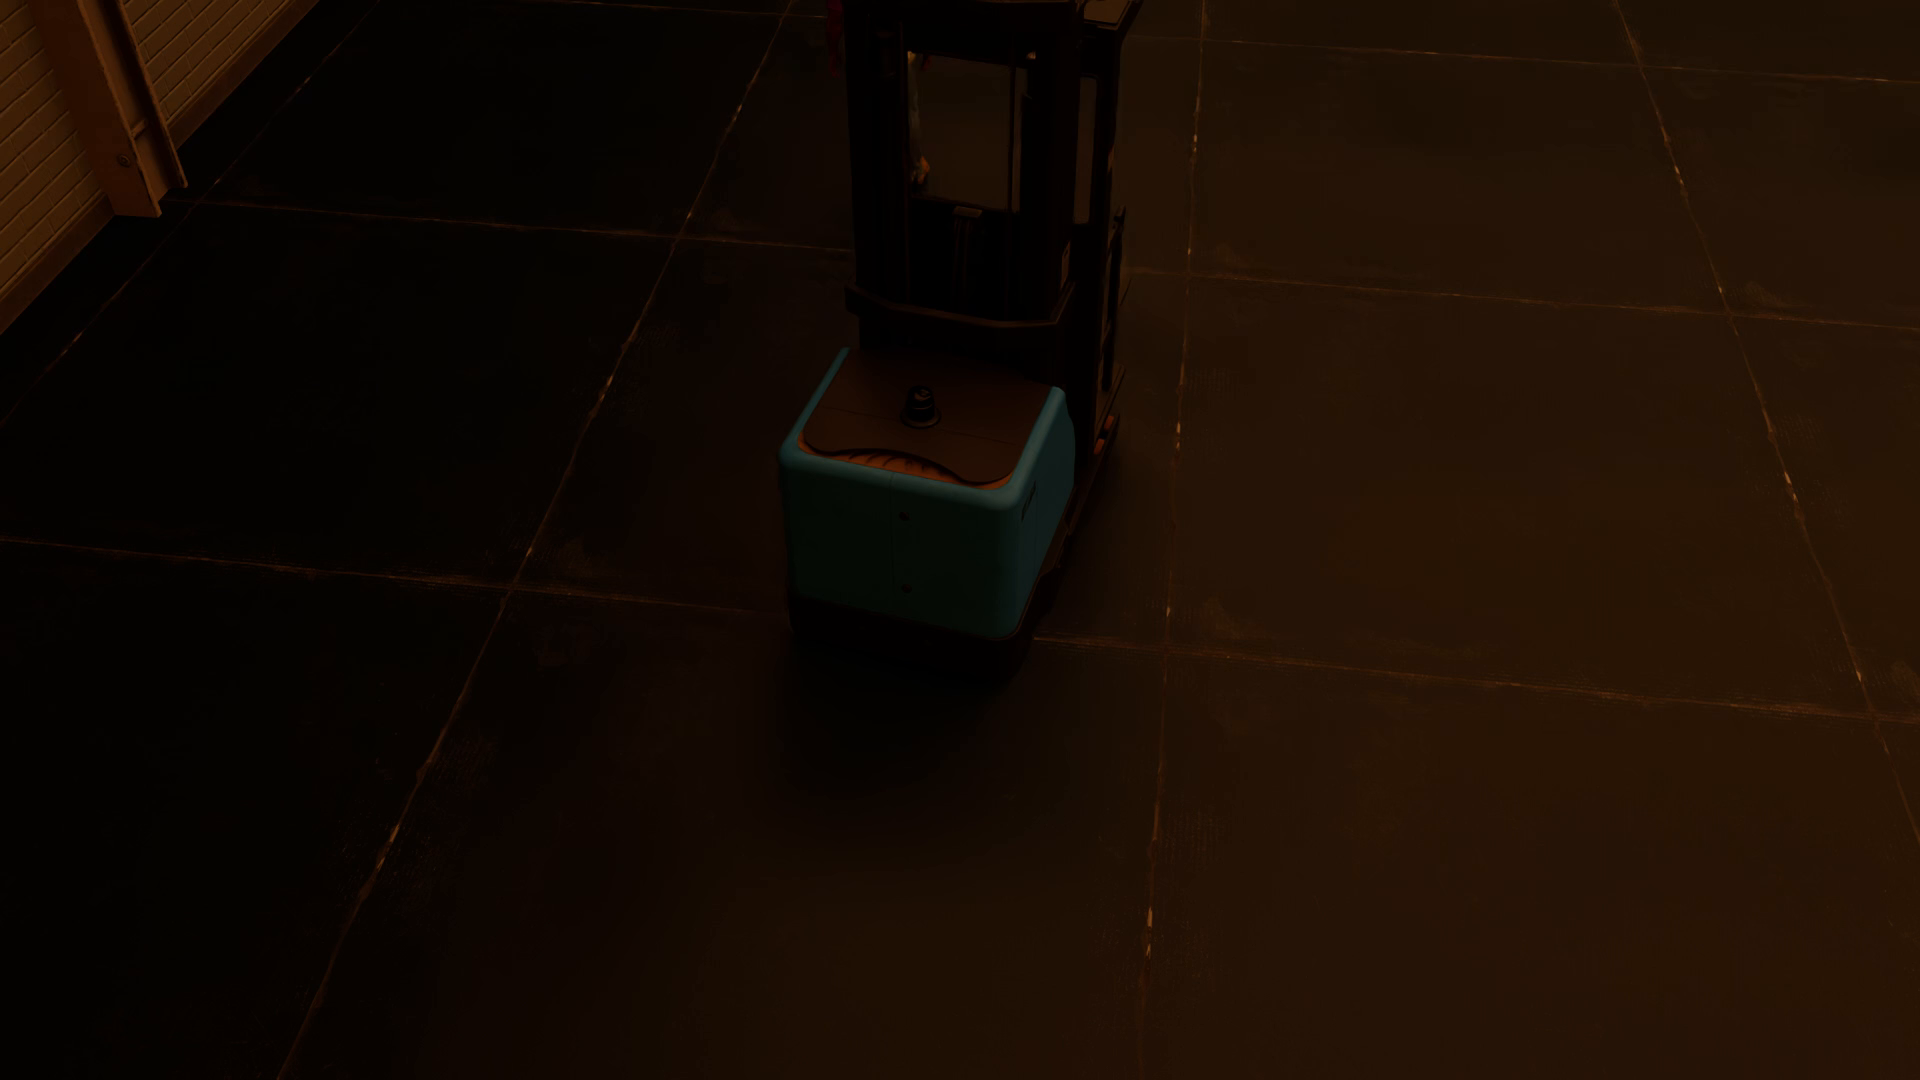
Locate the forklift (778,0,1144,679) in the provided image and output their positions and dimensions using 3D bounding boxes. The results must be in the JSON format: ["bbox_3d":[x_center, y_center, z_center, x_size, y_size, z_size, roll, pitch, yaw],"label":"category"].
[{"bbox_3d":[0.171,-1.493,7.350,1.130,2.935,3.031,12,44,13],"label":"forklift"}]

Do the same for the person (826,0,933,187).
[{"bbox_3d":[-0.467,-2.877,9.725,0.629,1.759,0.460,-7,43,-7],"label":"person"}]
